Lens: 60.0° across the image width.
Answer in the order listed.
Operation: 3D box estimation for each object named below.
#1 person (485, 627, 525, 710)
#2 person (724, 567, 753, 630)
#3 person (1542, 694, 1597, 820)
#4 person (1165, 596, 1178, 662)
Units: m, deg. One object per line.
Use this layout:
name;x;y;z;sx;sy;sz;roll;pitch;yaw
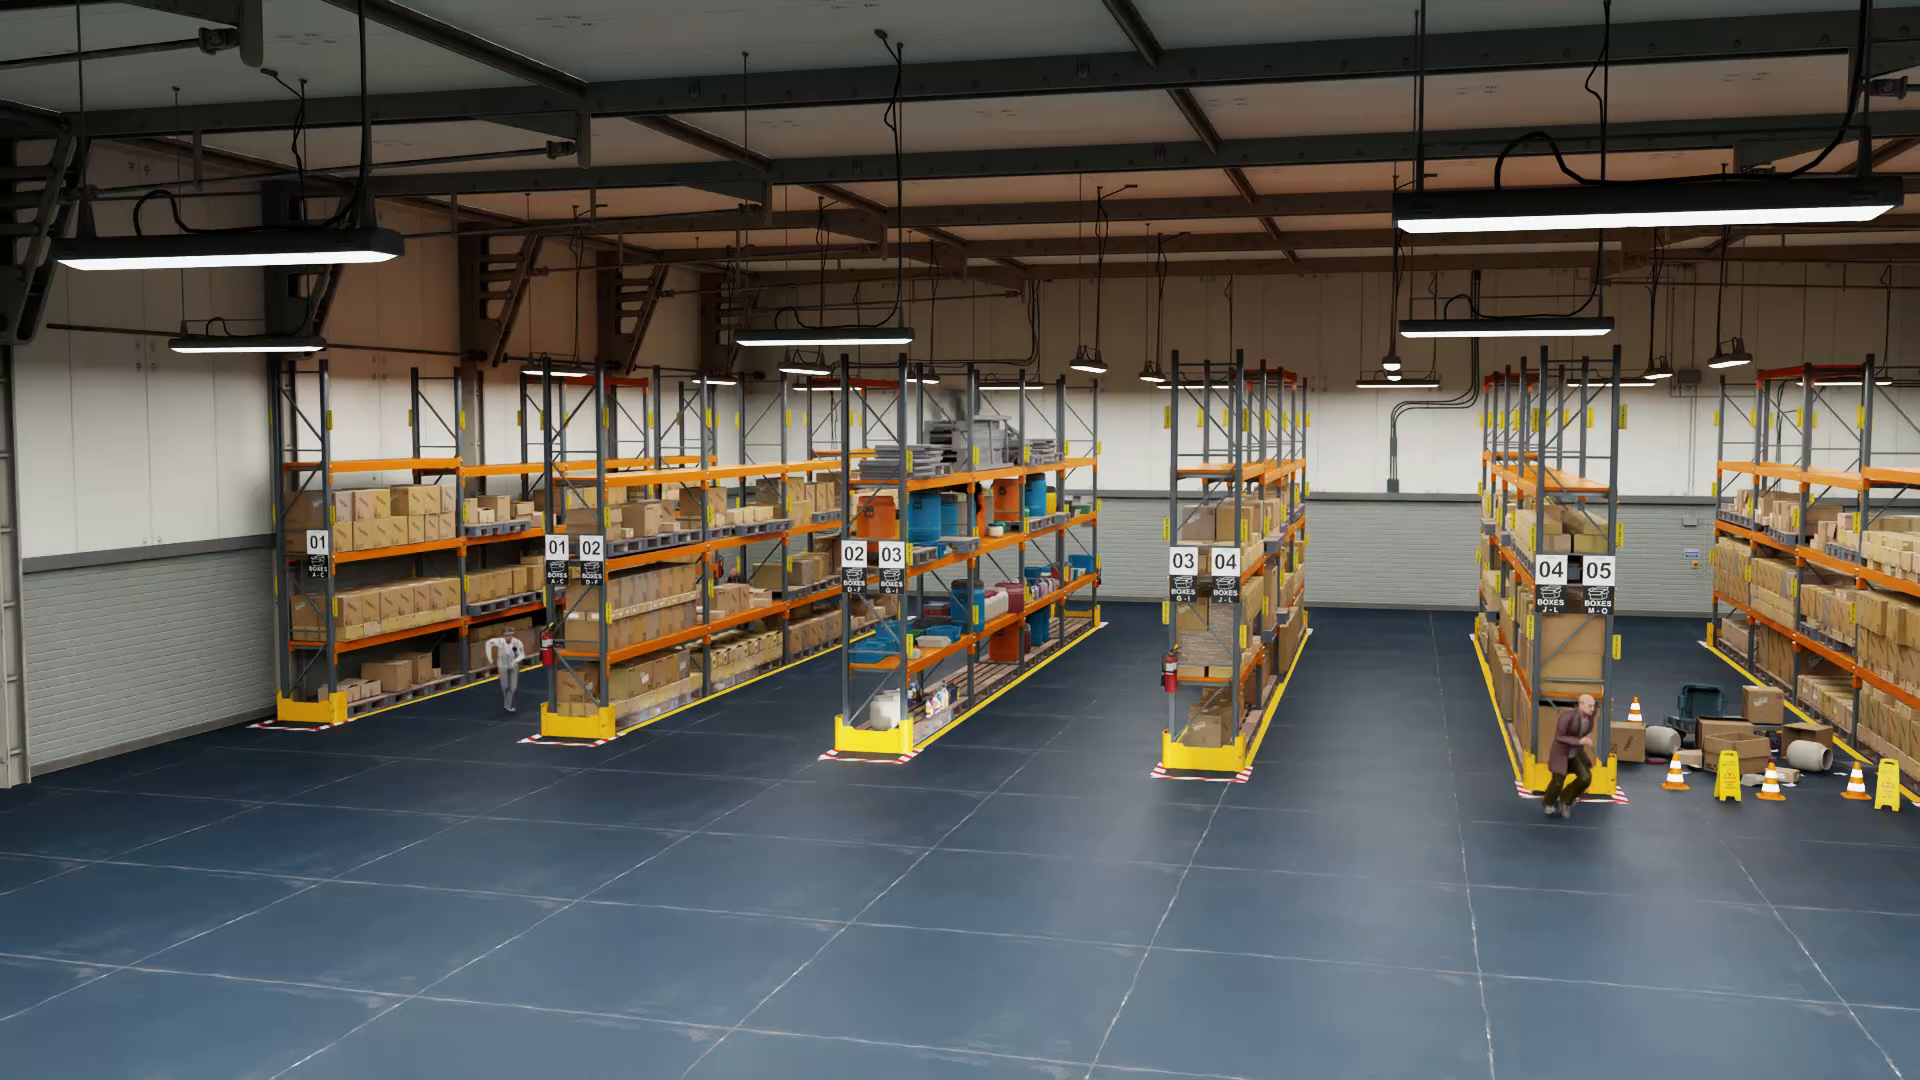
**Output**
person;-7.790;2.213;28.434;0.613;1.497;0.822;-1;4;-18
person;-5.121;1.441;38.273;0.649;1.650;0.725;1;4;16
person;7.657;2.693;20.740;0.738;1.637;0.996;-1;4;-19
person;4.329;1.602;32.582;0.679;1.717;0.844;1;4;10
